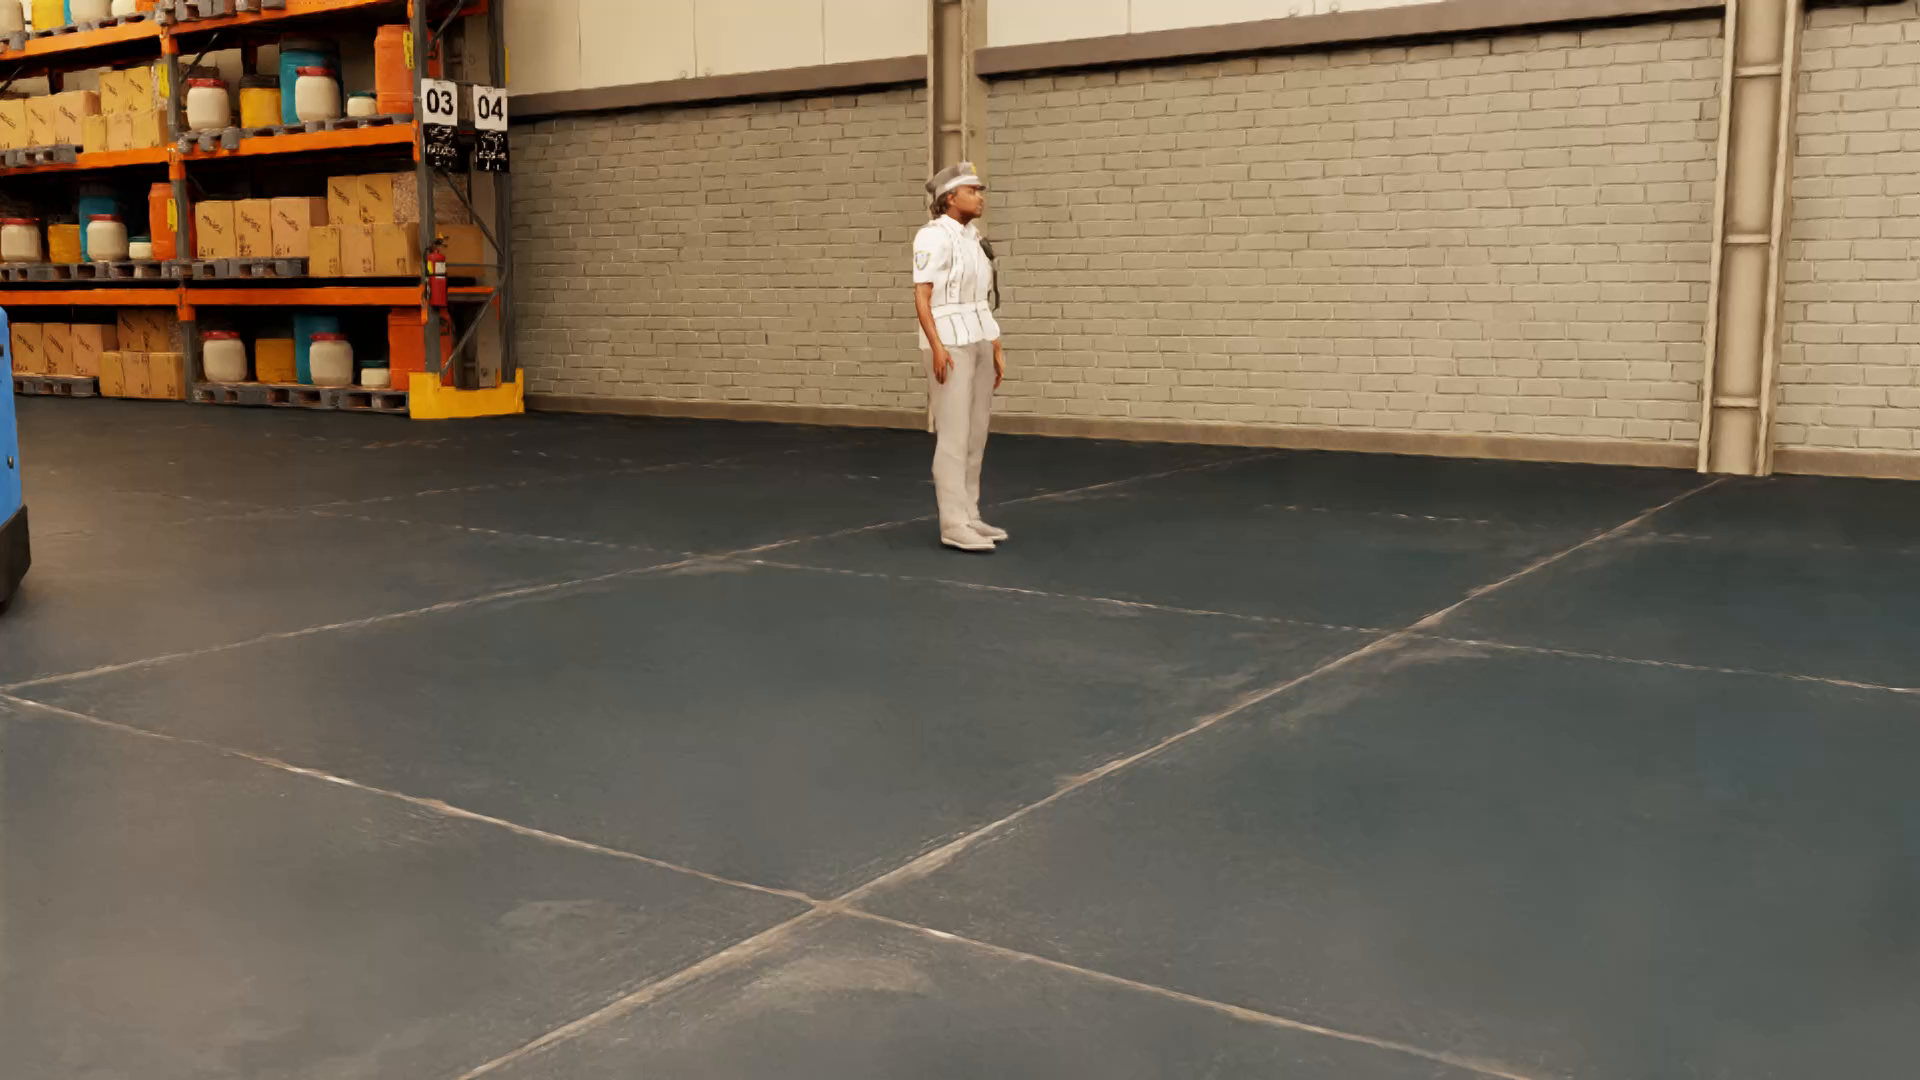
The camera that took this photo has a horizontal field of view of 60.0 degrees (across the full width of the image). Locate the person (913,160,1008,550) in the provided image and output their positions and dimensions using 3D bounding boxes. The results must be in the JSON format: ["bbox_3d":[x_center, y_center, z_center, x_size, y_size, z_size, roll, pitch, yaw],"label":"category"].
[{"bbox_3d":[0.051,-0.838,7.426,0.529,1.695,0.570,5,10,34],"label":"person"}]

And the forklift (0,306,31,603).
[{"bbox_3d":[-4.794,-1.142,5.226,3.031,2.935,1.130,-4,9,-24],"label":"forklift"}]
